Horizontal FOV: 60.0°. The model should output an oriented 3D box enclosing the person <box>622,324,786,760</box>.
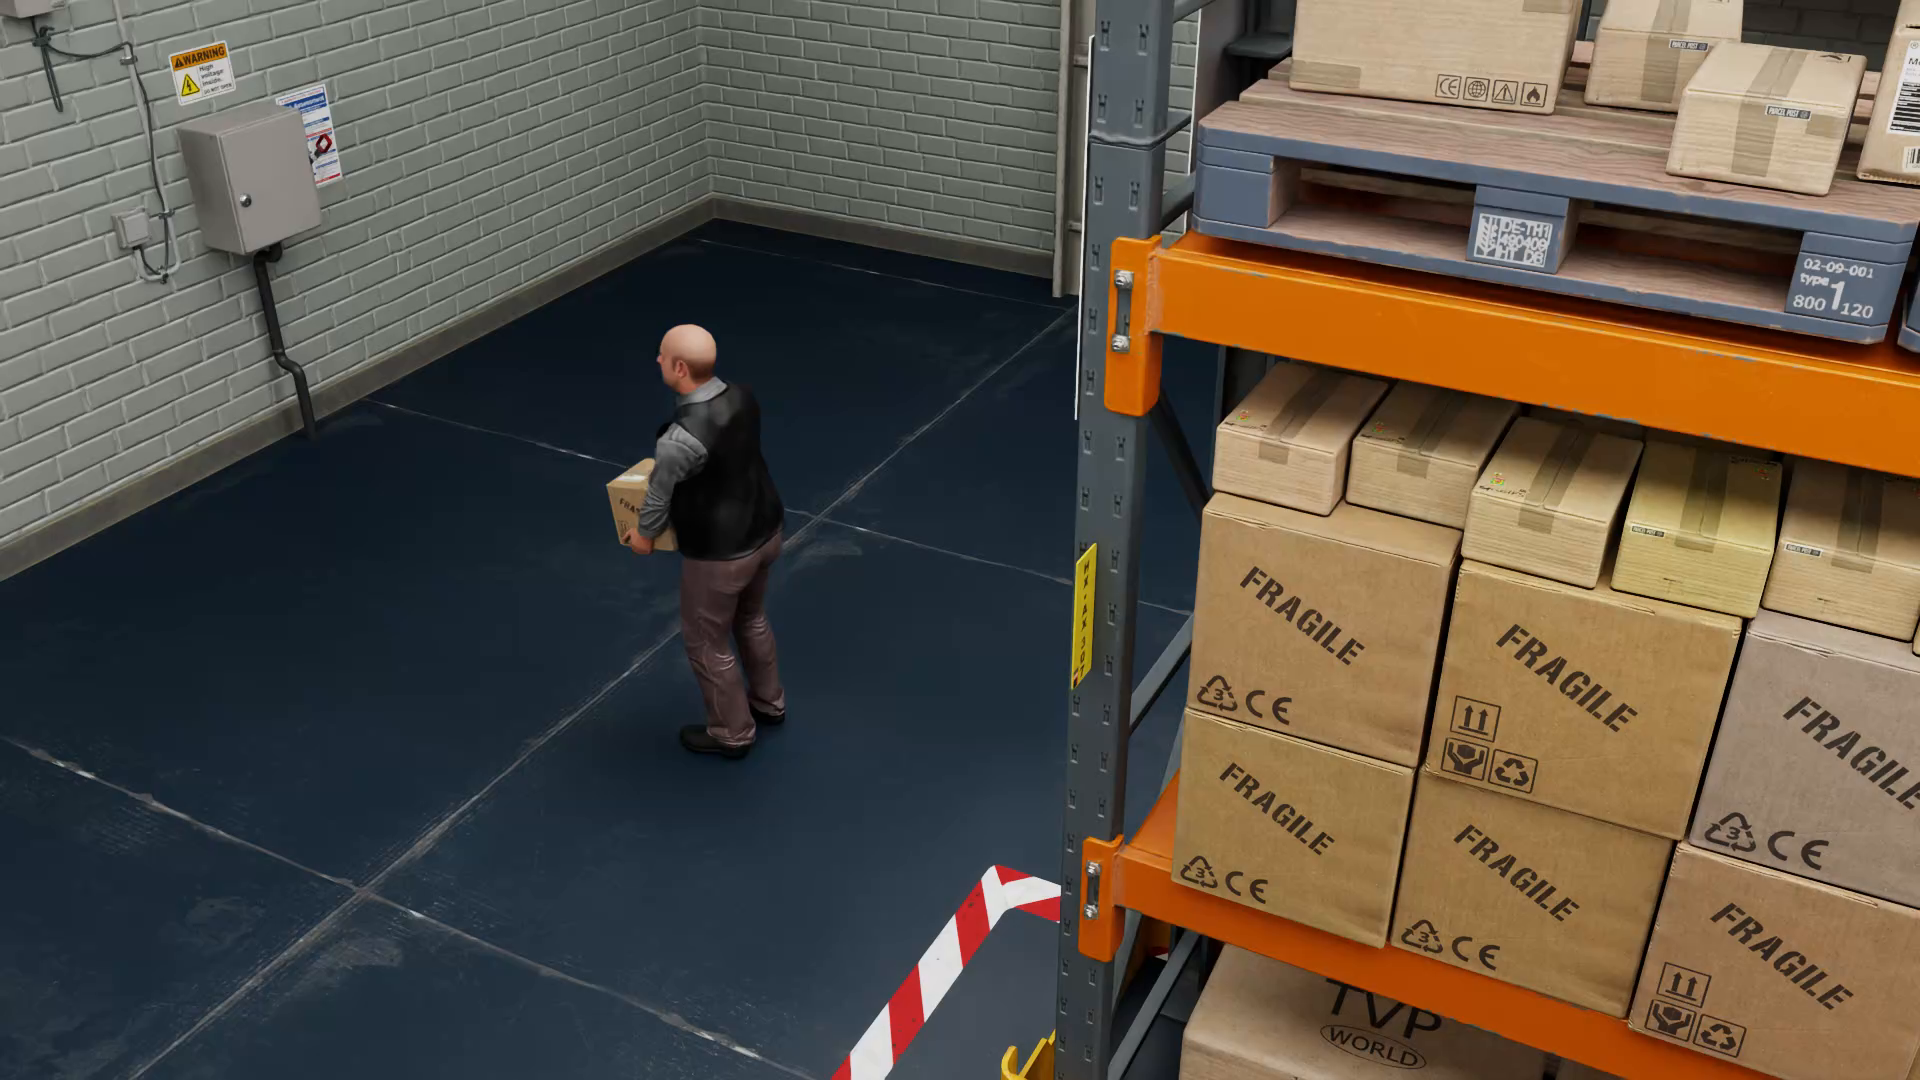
[{"bbox_3d":[-0.953,-0.004,6.174,0.548,1.716,0.466,14,33,22],"label":"person"}]
